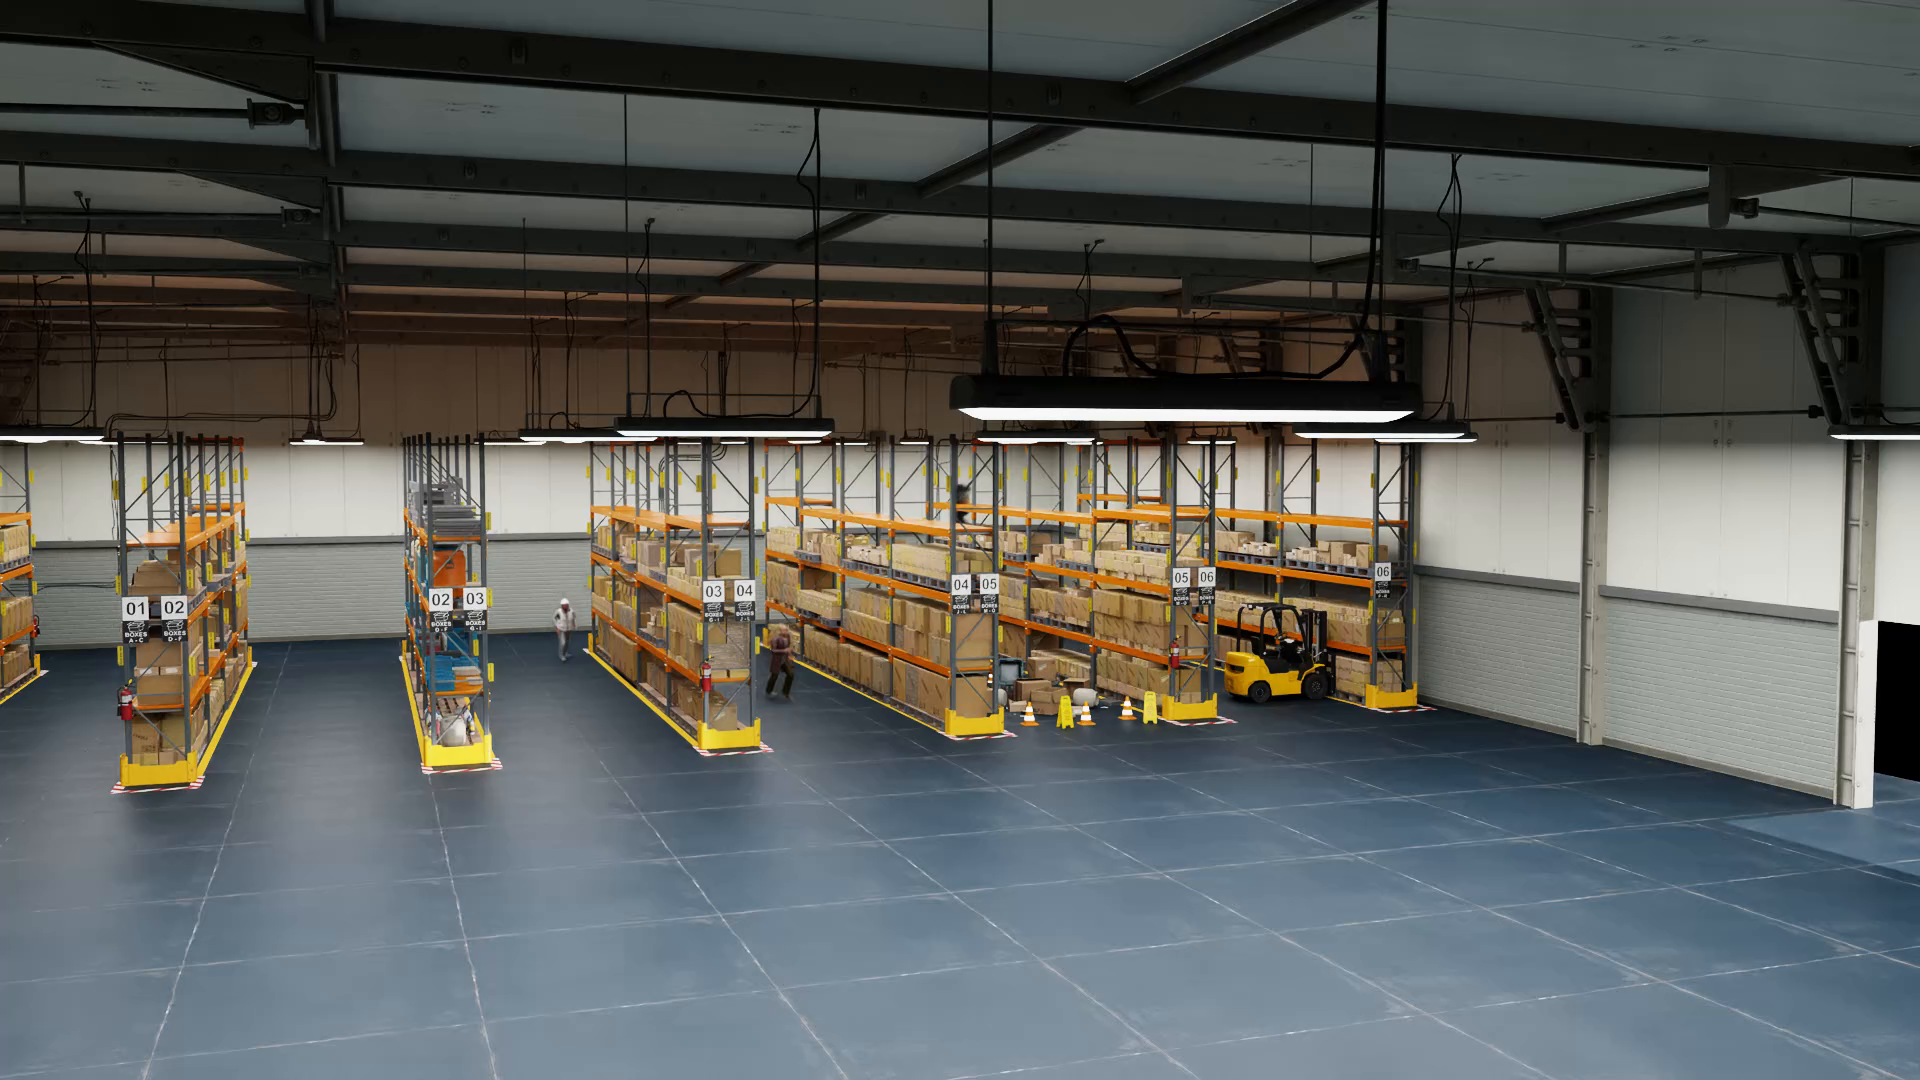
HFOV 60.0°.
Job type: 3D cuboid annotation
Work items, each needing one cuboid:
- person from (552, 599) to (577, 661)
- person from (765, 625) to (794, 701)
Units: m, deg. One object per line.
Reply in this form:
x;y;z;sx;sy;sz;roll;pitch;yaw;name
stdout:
-10.666;2.405;44.778;0.622;1.694;0.890;-3;4;-41;person
-4.072;2.776;37.763;0.698;1.744;1.047;-3;4;-38;person
